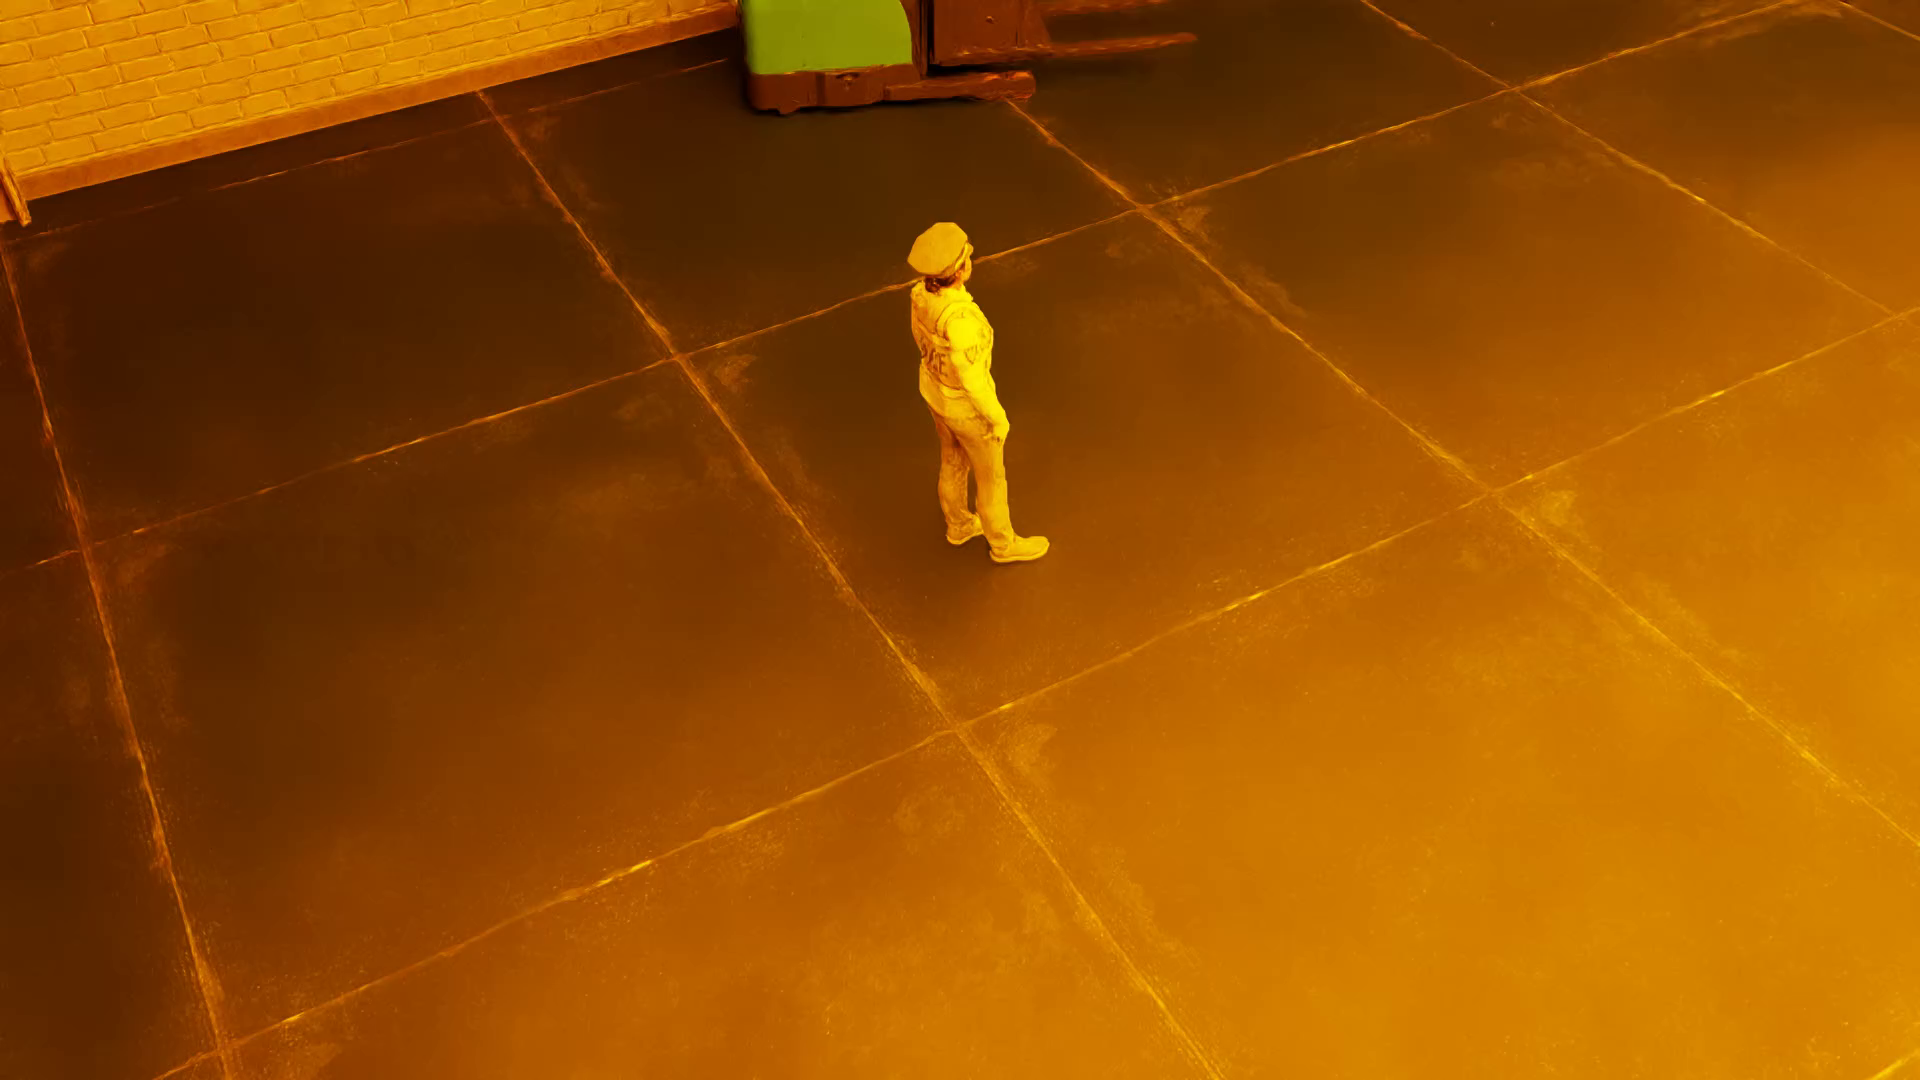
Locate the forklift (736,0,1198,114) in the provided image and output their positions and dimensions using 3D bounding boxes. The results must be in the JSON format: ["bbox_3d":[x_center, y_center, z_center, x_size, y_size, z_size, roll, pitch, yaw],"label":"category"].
[{"bbox_3d":[0.049,-4.320,10.356,3.031,2.935,1.130,-7,43,-7],"label":"forklift"}]

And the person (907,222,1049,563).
[{"bbox_3d":[0.062,-0.645,7.292,0.532,1.695,0.586,-21,47,-21],"label":"person"}]
